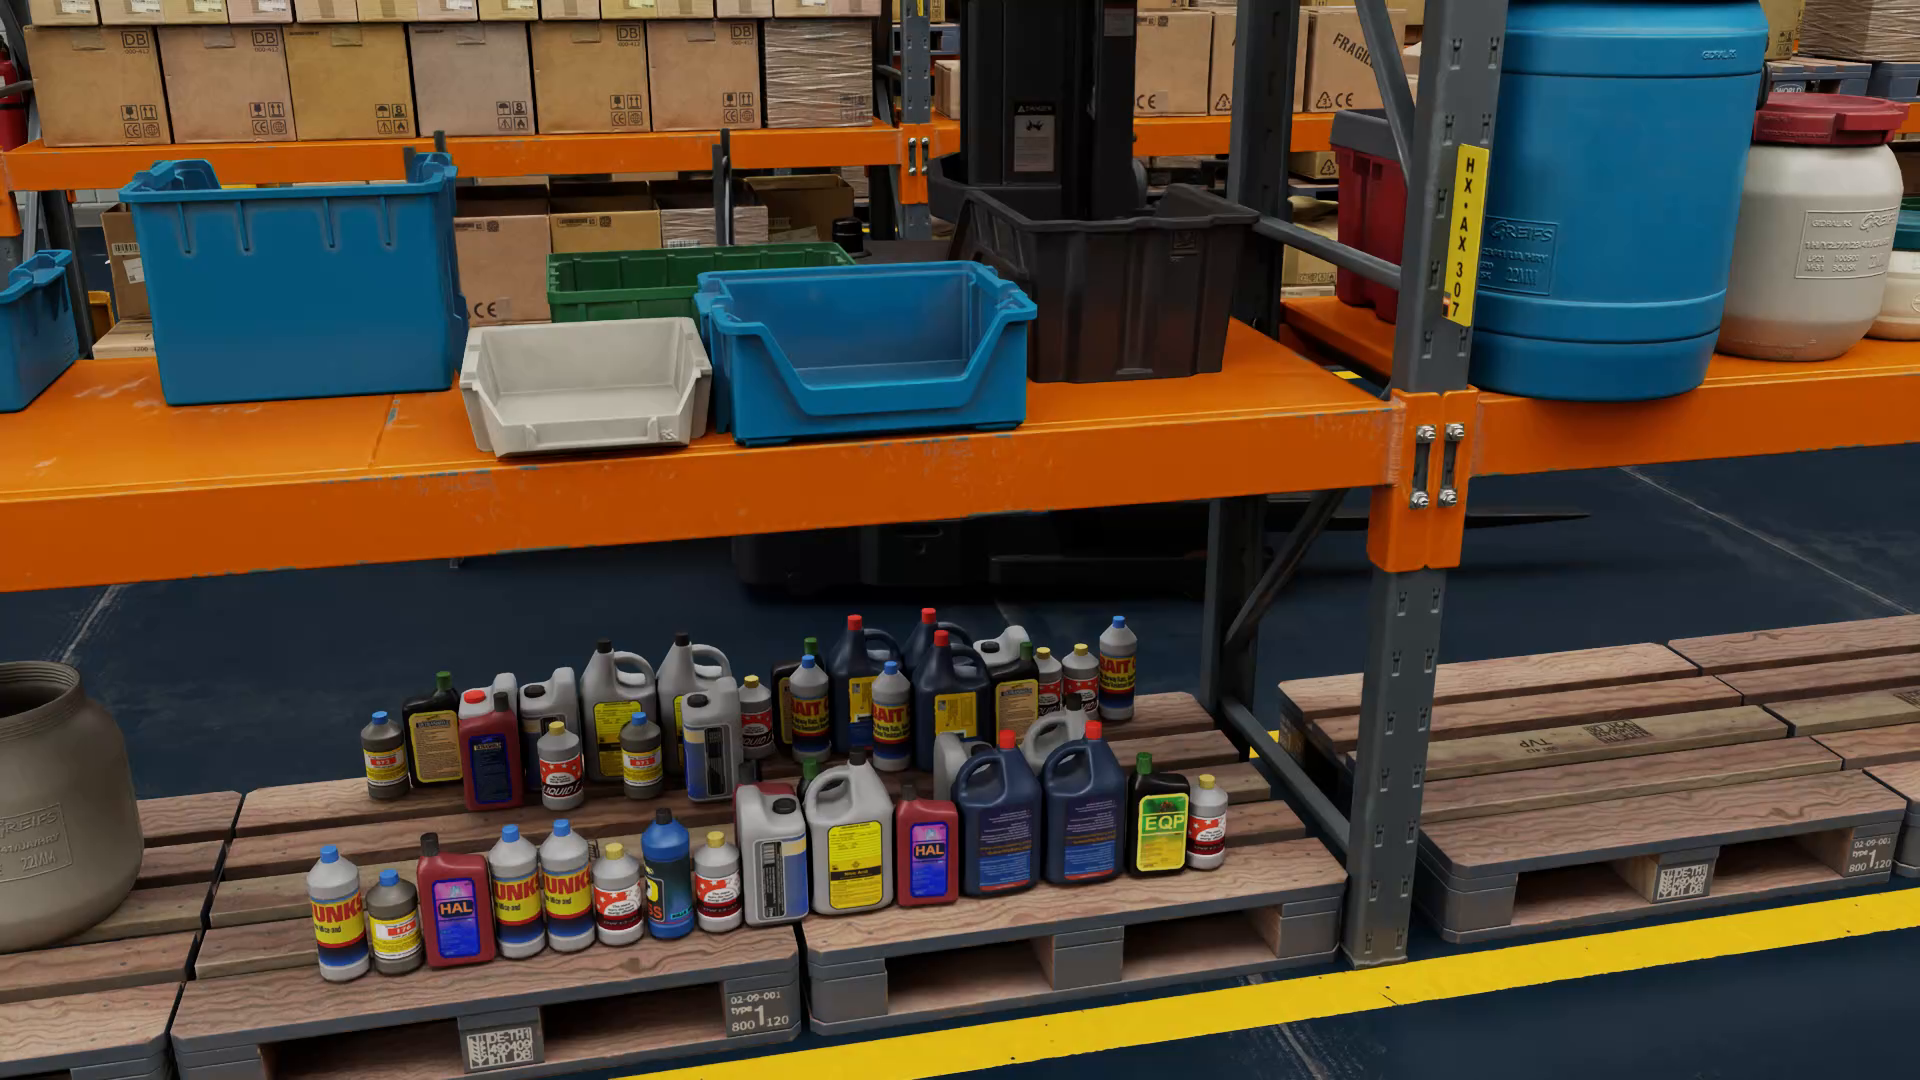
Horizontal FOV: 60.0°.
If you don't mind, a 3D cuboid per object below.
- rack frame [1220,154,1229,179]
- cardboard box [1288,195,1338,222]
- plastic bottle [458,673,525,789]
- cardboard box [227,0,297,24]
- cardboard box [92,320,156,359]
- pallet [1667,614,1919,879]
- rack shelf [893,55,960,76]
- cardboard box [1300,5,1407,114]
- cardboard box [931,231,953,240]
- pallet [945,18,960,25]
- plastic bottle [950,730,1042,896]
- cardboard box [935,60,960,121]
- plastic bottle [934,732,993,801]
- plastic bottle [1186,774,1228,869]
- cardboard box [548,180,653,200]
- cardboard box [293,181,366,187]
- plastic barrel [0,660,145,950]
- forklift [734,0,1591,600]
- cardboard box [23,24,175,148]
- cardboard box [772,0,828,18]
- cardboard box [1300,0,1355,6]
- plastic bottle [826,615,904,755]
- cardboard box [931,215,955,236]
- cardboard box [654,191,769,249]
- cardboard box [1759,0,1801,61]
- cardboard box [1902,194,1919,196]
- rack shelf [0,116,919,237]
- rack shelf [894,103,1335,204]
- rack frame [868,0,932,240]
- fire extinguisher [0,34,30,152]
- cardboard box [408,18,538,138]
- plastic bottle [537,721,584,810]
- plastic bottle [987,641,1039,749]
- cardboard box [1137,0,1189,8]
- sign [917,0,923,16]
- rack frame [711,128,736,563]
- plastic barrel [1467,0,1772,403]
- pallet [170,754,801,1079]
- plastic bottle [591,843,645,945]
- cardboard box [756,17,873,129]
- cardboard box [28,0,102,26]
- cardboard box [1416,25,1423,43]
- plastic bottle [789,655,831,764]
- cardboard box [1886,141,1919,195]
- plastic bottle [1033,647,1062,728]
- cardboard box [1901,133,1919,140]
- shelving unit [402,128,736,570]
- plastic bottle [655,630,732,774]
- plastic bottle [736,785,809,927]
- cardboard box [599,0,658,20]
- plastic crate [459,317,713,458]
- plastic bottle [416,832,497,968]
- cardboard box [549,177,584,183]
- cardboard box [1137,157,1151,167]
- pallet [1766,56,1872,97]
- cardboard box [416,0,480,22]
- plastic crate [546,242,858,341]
[{"bbox_3d":[2.438,-4.255,13.570,0.127,3.000,1.000,-5,21,-12],"label":"rack frame"},{"bbox_3d":[1.998,-1.740,9.274,0.500,0.311,0.500,-5,21,-14],"label":"cardboard box"},{"bbox_3d":[-1.129,0.464,4.008,0.135,0.276,0.152,-4,21,-12],"label":"plastic bottle"},{"bbox_3d":[-3.027,-2.335,7.239,0.250,0.149,0.380,-5,21,-13],"label":"cardboard box"},{"bbox_3d":[-3.631,-0.838,7.629,0.500,0.250,0.500,-5,21,-12],"label":"cardboard box"},{"bbox_3d":[2.770,0.514,4.604,1.213,0.211,1.003,-5,21,-12],"label":"pallet"},{"bbox_3d":[0.492,-3.759,13.261,4.000,0.370,1.077,-5,21,-12],"label":"rack shelf"},{"bbox_3d":[1.953,-2.506,8.649,0.500,0.500,0.500,-6,21,-15],"label":"cardboard box"},{"bbox_3d":[0.149,-1.399,8.346,0.500,0.311,0.500,-5,21,-12],"label":"cardboard box"},{"bbox_3d":[0.521,-3.995,13.138,1.213,0.211,1.003,-5,21,-12],"label":"pallet"},{"bbox_3d":[0.078,0.578,3.588,0.185,0.351,0.144,-6,21,-15],"label":"plastic bottle"},{"bbox_3d":[0.158,-2.264,8.352,0.500,0.250,0.500,-3,20,-9],"label":"cardboard box"},{"bbox_3d":[0.020,0.565,3.731,0.135,0.276,0.152,-5,21,-12],"label":"plastic bottle"},{"bbox_3d":[0.544,0.618,3.695,0.097,0.201,0.097,0,20,0],"label":"plastic bottle"},{"bbox_3d":[-1.807,-1.528,8.421,0.500,0.500,0.500,-5,21,-12],"label":"cardboard box"},{"bbox_3d":[-4.653,-2.591,12.295,0.500,0.311,0.500,-7,21,-19],"label":"cardboard box"},{"bbox_3d":[-1.957,0.548,3.464,0.421,0.512,0.421,0,20,0],"label":"plastic barrel"},{"bbox_3d":[0.722,-1.353,5.747,3.031,2.935,1.130,-1,20,-2],"label":"forklift"},{"bbox_3d":[-3.746,-2.044,7.387,0.500,0.500,0.700,-5,21,-12],"label":"cardboard box"},{"bbox_3d":[-0.767,-2.520,7.745,0.250,0.149,0.380,-5,21,-14],"label":"cardboard box"},{"bbox_3d":[2.970,-4.404,13.369,0.500,0.500,0.500,-4,21,-11],"label":"cardboard box"},{"bbox_3d":[-0.239,0.355,4.196,0.185,0.351,0.144,-6,21,-15],"label":"plastic bottle"},{"bbox_3d":[0.017,-1.578,8.833,0.500,0.311,0.500,-5,21,-12],"label":"cardboard box"},{"bbox_3d":[-1.201,-1.393,8.054,0.500,0.500,0.500,-5,21,-12],"label":"cardboard box"},{"bbox_3d":[4.169,-2.929,9.194,0.500,0.500,0.700,-12,24,-31],"label":"cardboard box"},{"bbox_3d":[5.451,-1.867,10.045,0.500,0.500,0.500,-5,21,-15],"label":"cardboard box"},{"bbox_3d":[-2.257,-1.785,7.871,4.000,0.370,1.077,-5,21,-12],"label":"rack shelf"},{"bbox_3d":[1.635,-2.101,8.735,4.000,0.370,1.077,-5,21,-12],"label":"rack shelf"},{"bbox_3d":[-0.311,-2.281,8.180,0.127,3.000,1.000,-5,21,-12],"label":"rack frame"},{"bbox_3d":[-4.426,-2.074,7.728,0.183,0.674,0.296,-5,21,-12],"label":"fire extinguisher"},{"bbox_3d":[-2.240,-2.167,7.724,0.500,0.500,0.700,-4,21,-11],"label":"cardboard box"},{"bbox_3d":[-0.948,0.528,3.941,0.097,0.201,0.097,0,20,0],"label":"plastic bottle"},{"bbox_3d":[0.131,0.395,4.184,0.133,0.283,0.061,-5,21,-12],"label":"plastic bottle"},{"bbox_3d":[1.445,-4.415,13.221,0.500,0.500,0.700,-7,21,-18],"label":"cardboard box"},{"bbox_3d":[-0.182,-2.539,7.510,0.005,0.325,0.100,-5,21,-12],"label":"sign"},{"bbox_3d":[-0.835,-0.707,6.065,0.032,1.500,0.500,-1,20,-4],"label":"rack frame"},{"bbox_3d":[1.271,-0.787,3.373,0.708,0.901,0.600,-5,21,-12],"label":"plastic barrel"},{"bbox_3d":[-1.028,0.824,3.758,1.213,0.211,1.003,-5,21,-12],"label":"pallet"},{"bbox_3d":[-0.704,0.720,3.418,0.097,0.201,0.097,0,20,0],"label":"plastic bottle"},{"bbox_3d":[-0.741,-2.290,8.061,0.500,0.500,0.700,-5,21,-14],"label":"cardboard box"},{"bbox_3d":[-3.772,-2.275,7.075,0.250,0.149,0.380,-5,21,-13],"label":"cardboard box"},{"bbox_3d":[3.804,-4.189,13.727,0.250,0.149,0.380,-4,21,-11],"label":"cardboard box"},{"bbox_3d":[-0.374,0.416,4.144,0.097,0.271,0.097,0,20,0],"label":"plastic bottle"},{"bbox_3d":[5.486,-2.223,9.927,0.500,0.250,0.500,-5,21,-14],"label":"cardboard box"},{"bbox_3d":[0.216,0.380,4.346,0.097,0.201,0.097,0,20,0],"label":"plastic bottle"},{"bbox_3d":[8.589,-3.743,15.196,0.500,0.500,0.700,-5,21,-14],"label":"cardboard box"},{"bbox_3d":[-1.342,-0.695,6.031,1.048,1.500,0.538,-1,20,-4],"label":"shelving unit"},{"bbox_3d":[-0.653,0.389,4.105,0.185,0.351,0.144,-5,21,-13],"label":"plastic bottle"},{"bbox_3d":[-0.395,0.650,3.500,0.135,0.276,0.152,-4,21,-11],"label":"plastic bottle"},{"bbox_3d":[-1.517,-2.459,7.578,0.250,0.149,0.380,-5,21,-13],"label":"cardboard box"},{"bbox_3d":[-0.697,-0.285,3.116,0.437,0.136,0.530,-5,21,-12],"label":"plastic crate"},{"bbox_3d":[-1.007,0.712,3.319,0.133,0.283,0.061,-4,21,-12],"label":"plastic bottle"},{"bbox_3d":[-3.016,-2.687,12.793,0.250,0.149,0.380,-6,21,-17],"label":"cardboard box"},{"bbox_3d":[1.221,-3.212,13.716,0.500,0.500,0.700,-5,21,-13],"label":"cardboard box"},{"bbox_3d":[4.225,-2.584,9.288,1.003,0.211,1.213,-5,21,-12],"label":"pallet"},{"bbox_3d":[-2.276,-2.396,7.406,0.250,0.149,0.380,-4,21,-12],"label":"cardboard box"},{"bbox_3d":[-0.561,-0.510,3.654,0.662,0.188,0.450,-5,21,-12],"label":"plastic crate"}]
